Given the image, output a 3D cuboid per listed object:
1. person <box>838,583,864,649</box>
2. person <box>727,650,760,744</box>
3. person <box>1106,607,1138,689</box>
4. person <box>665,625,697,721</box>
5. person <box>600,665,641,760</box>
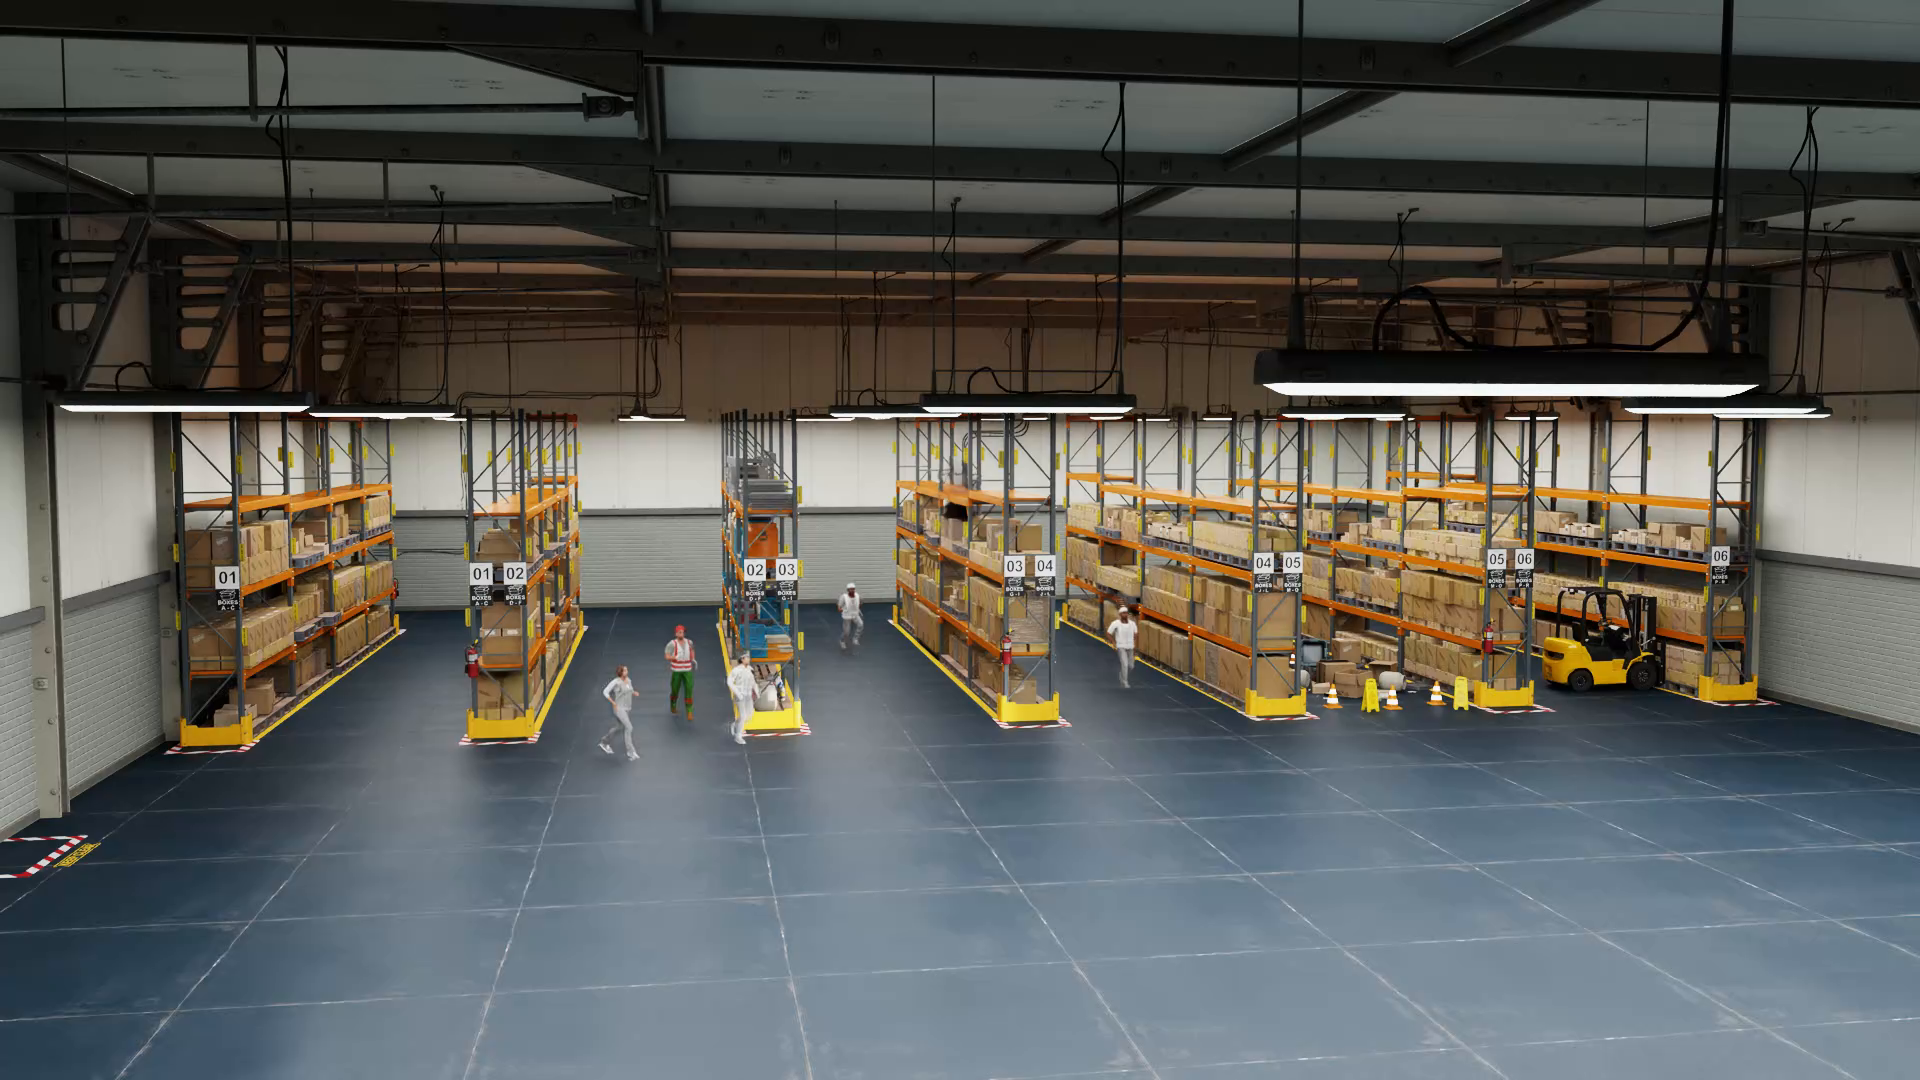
[{"bbox_3d":[-2.737,1.906,41.352,0.663,1.695,0.976,-2,4,-23],"label":"person"},{"bbox_3d":[-3.912,2.819,30.019,0.469,1.653,0.679,3,5,40],"label":"person"},{"bbox_3d":[3.498,2.295,35.556,0.707,1.720,0.753,-1,4,-17],"label":"person"},{"bbox_3d":[-5.406,2.553,32.268,0.656,1.808,0.927,-2,4,-24],"label":"person"},{"bbox_3d":[-5.814,2.933,28.504,0.810,1.624,0.520,1,4,19],"label":"person"}]
